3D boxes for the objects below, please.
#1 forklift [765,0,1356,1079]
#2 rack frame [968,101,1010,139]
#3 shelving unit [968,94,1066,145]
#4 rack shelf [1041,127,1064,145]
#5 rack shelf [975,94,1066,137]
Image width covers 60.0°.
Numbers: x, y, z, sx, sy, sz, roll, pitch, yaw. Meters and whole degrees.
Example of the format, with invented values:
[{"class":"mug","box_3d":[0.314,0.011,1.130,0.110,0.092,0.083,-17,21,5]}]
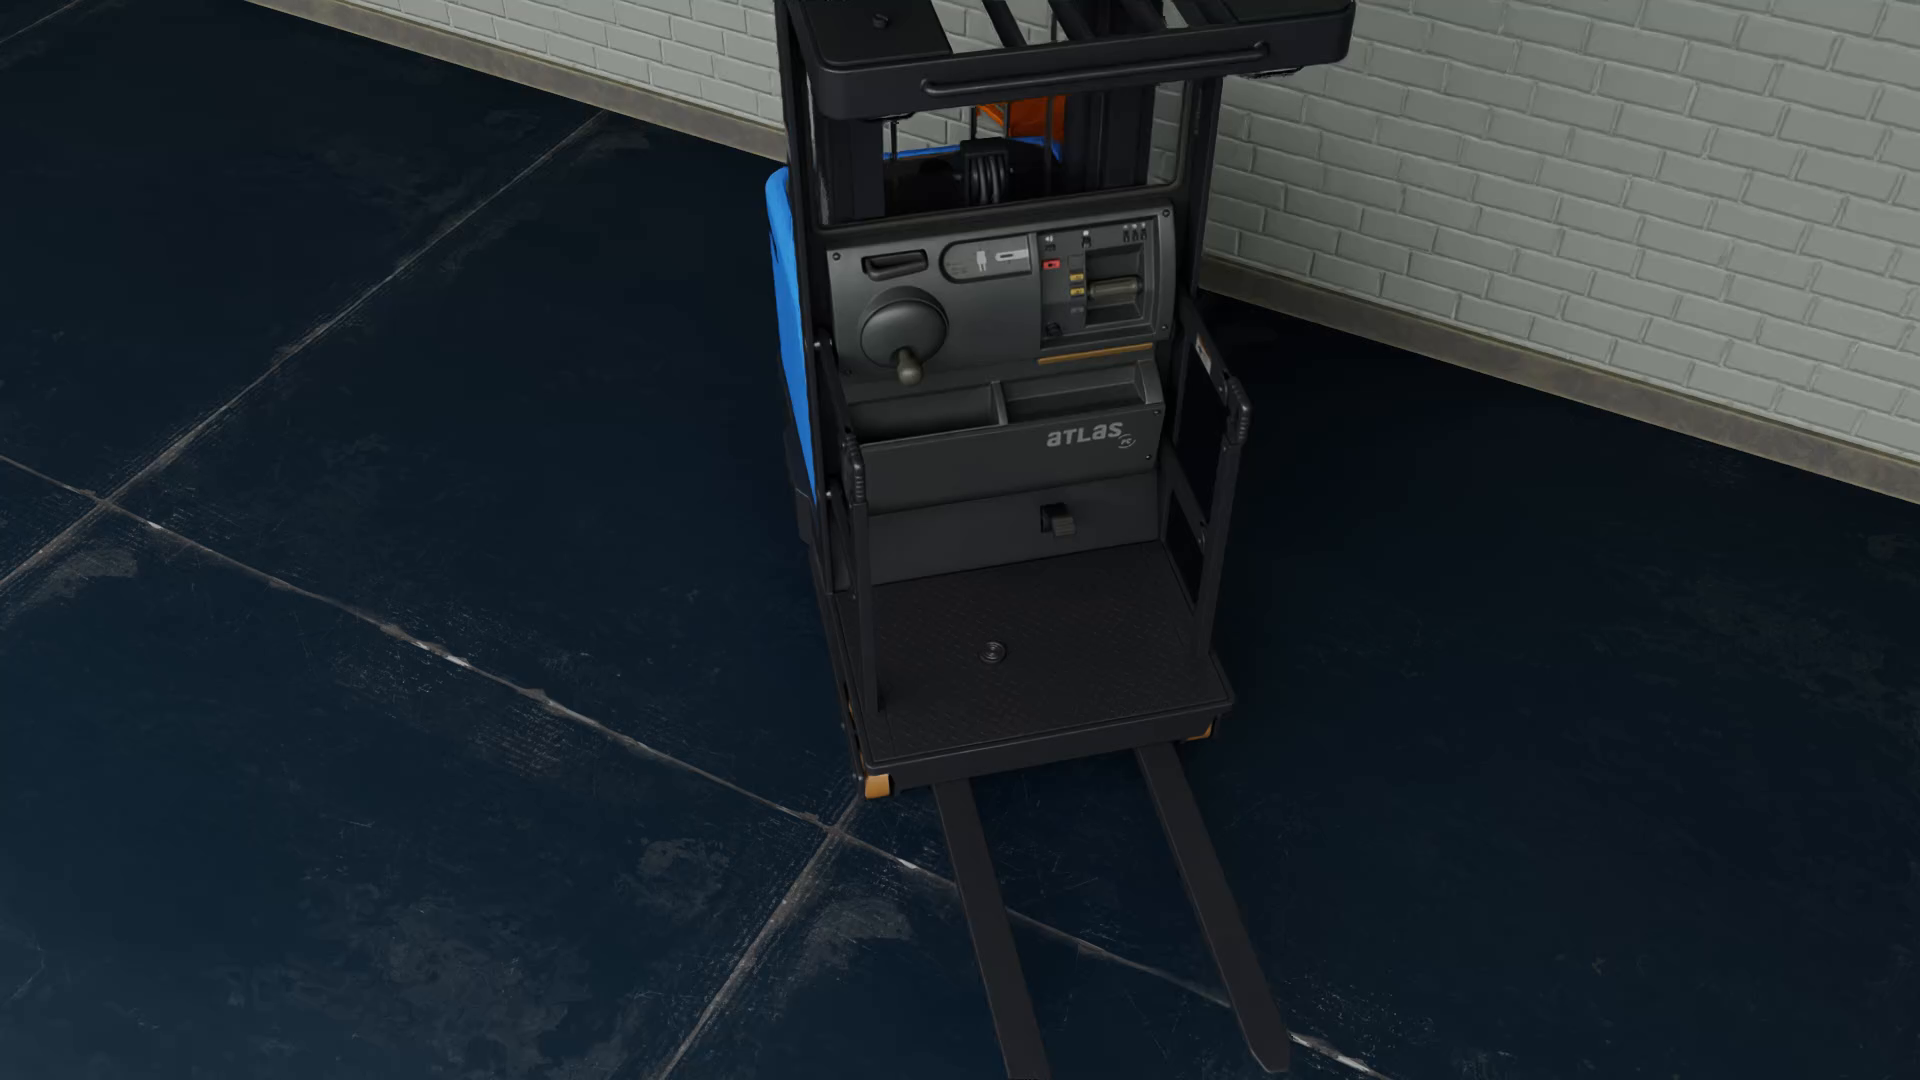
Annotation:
[{"class":"forklift","box_3d":[0.167,-0.557,4.240,1.130,2.935,3.031,-9,46,-9]},{"class":"rack frame","box_3d":[0.098,-1.143,6.036,0.015,1.200,0.240,-24,50,-22]},{"class":"shelving unit","box_3d":[0.305,-1.234,6.126,0.503,1.200,0.258,-24,50,-22]},{"class":"rack shelf","box_3d":[0.305,-1.344,6.015,0.480,0.148,0.258,-24,50,-22]},{"class":"rack shelf","box_3d":[0.305,-1.511,5.847,0.480,0.148,0.258,-24,50,-22]}]
